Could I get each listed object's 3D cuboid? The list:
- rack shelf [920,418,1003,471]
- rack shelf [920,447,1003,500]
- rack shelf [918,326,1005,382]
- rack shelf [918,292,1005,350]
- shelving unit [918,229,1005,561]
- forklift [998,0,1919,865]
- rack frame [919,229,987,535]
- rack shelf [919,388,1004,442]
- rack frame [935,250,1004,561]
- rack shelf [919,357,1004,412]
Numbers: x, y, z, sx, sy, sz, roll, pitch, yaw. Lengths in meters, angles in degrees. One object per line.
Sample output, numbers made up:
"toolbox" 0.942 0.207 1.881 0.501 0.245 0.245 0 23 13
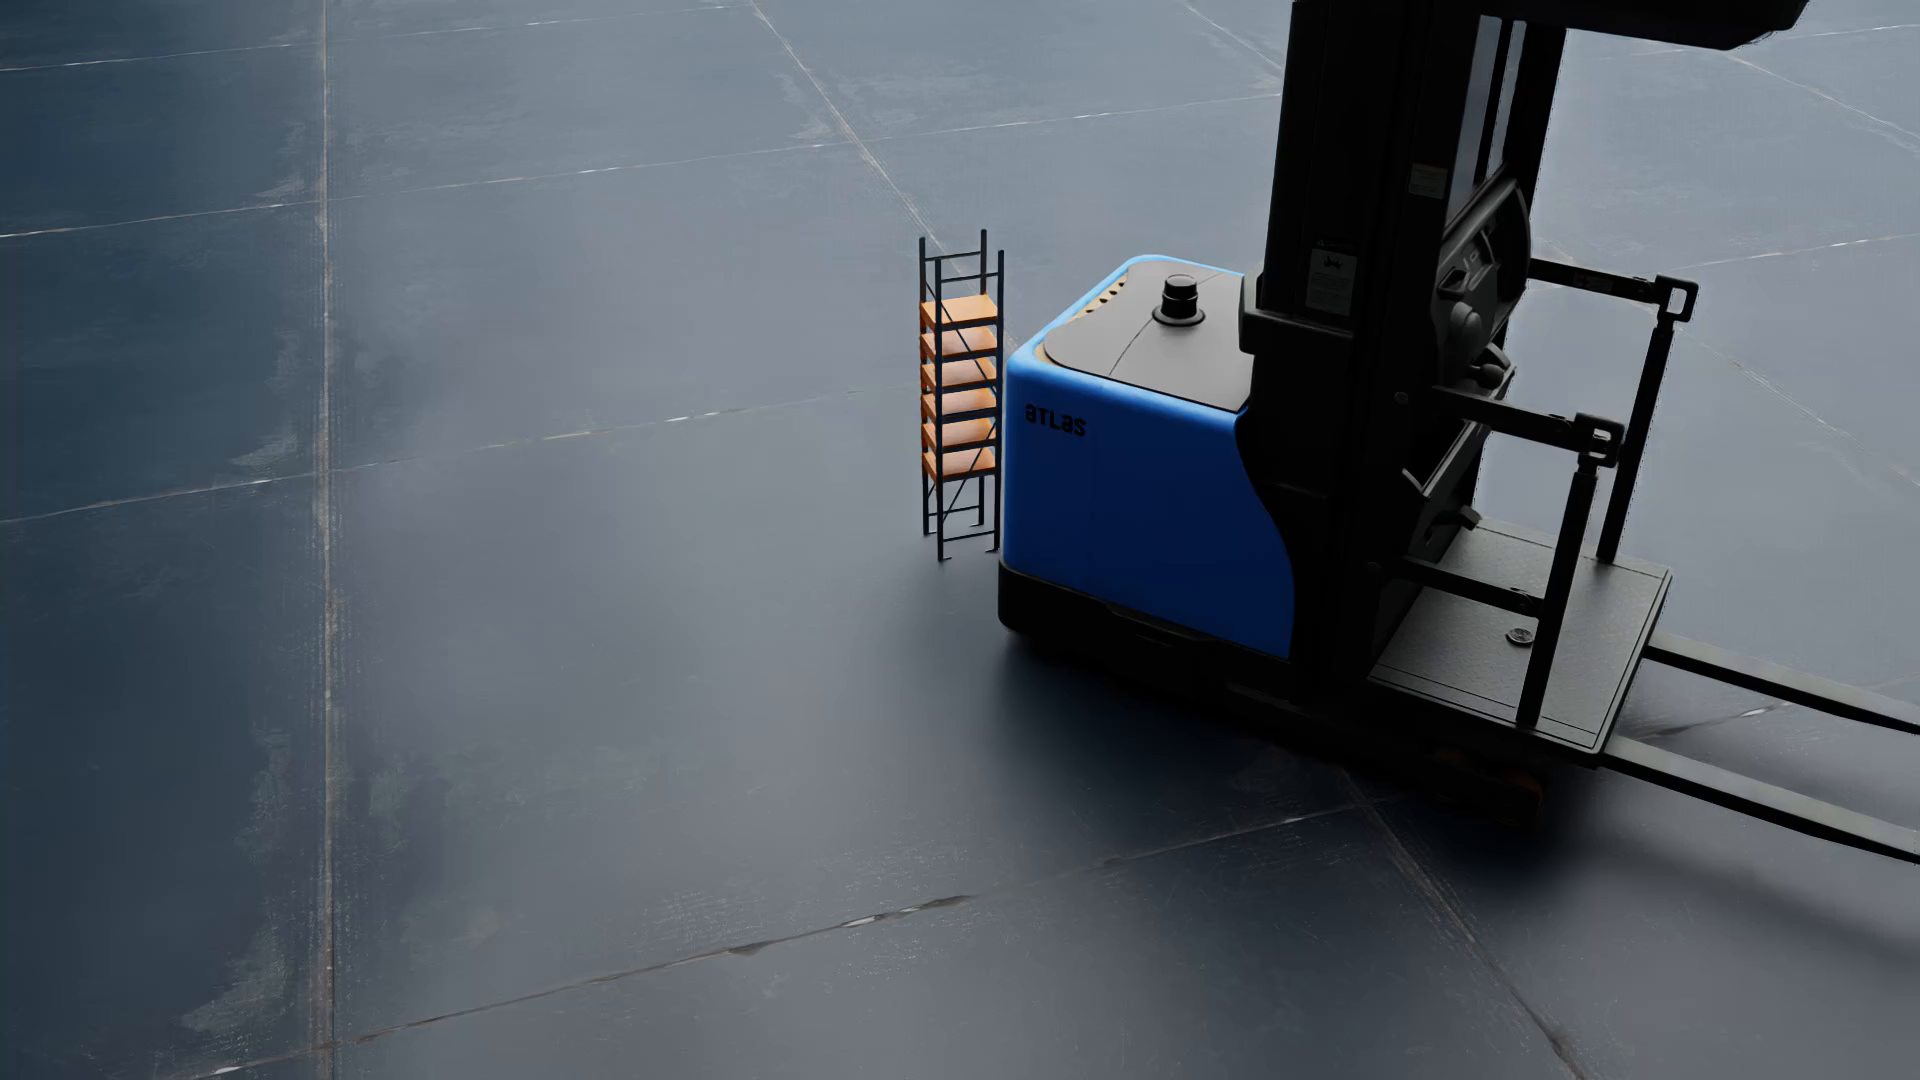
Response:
"rack shelf" 0.004 -0.356 5.998 0.258 0.103 0.180 -10 35 -15
"rack shelf" 0.004 -0.256 6.065 0.258 0.103 0.180 -10 35 -15
"rack shelf" 0.004 -0.656 5.800 0.258 0.103 0.180 -10 35 -15
"rack shelf" 0.004 -0.756 5.734 0.258 0.103 0.180 -10 35 -15
"shelving unit" 0.004 -0.493 5.908 0.258 1.200 0.189 -10 35 -15
"forklift" 1.661 -0.707 4.662 3.031 2.935 1.130 18 38 25
"rack frame" -0.023 -0.541 5.980 0.240 1.200 0.006 -10 35 -15
"rack shelf" 0.004 -0.456 5.932 0.258 0.103 0.180 -10 35 -15
"rack frame" 0.032 -0.445 5.835 0.240 1.200 0.006 -10 35 -15
"rack shelf" 0.004 -0.556 5.866 0.258 0.103 0.180 -10 35 -15
